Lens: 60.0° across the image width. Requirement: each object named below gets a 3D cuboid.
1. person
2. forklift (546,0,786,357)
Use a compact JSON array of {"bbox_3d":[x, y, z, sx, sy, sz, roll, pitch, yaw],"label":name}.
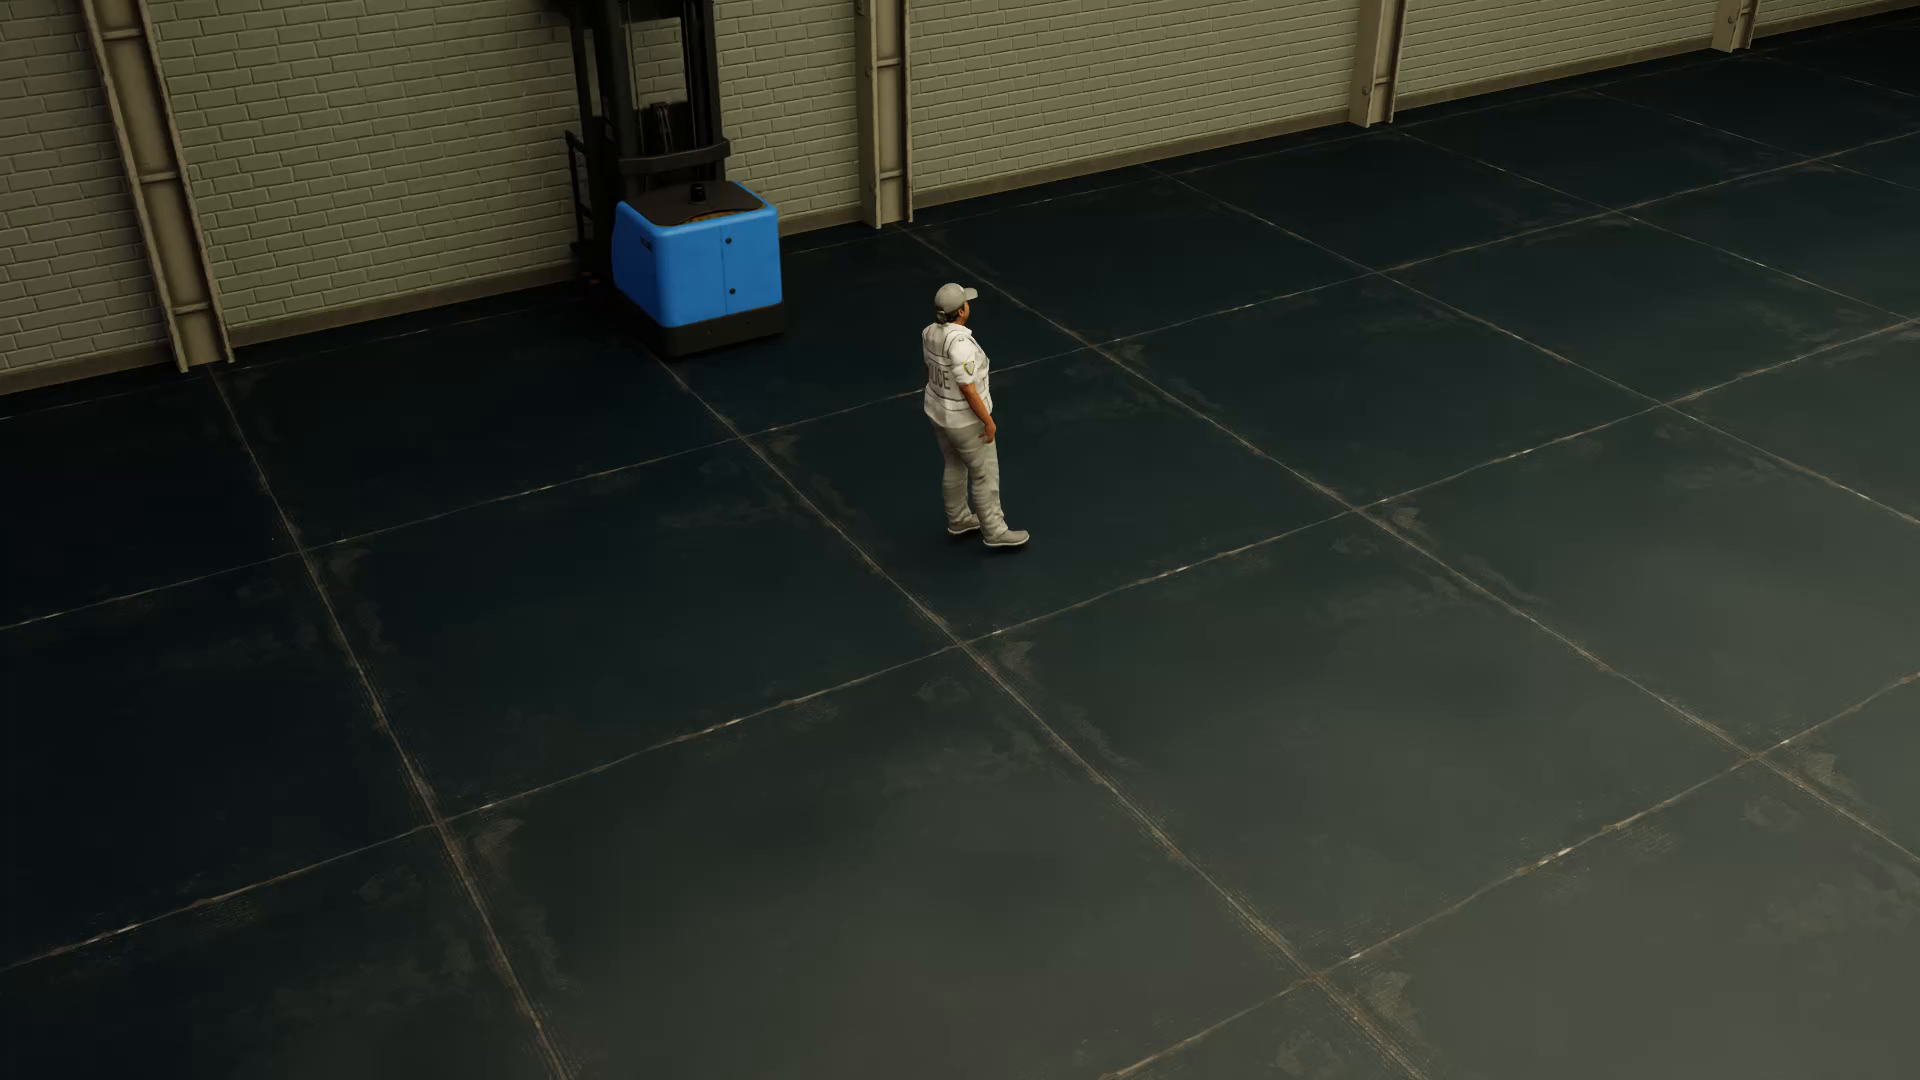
[{"bbox_3d":[0.077,-0.767,10.064,0.528,1.669,0.598,-17,35,-26],"label":"person"},{"bbox_3d":[-2.571,-3.377,13.287,1.130,2.935,3.031,-17,35,-27],"label":"forklift"}]
